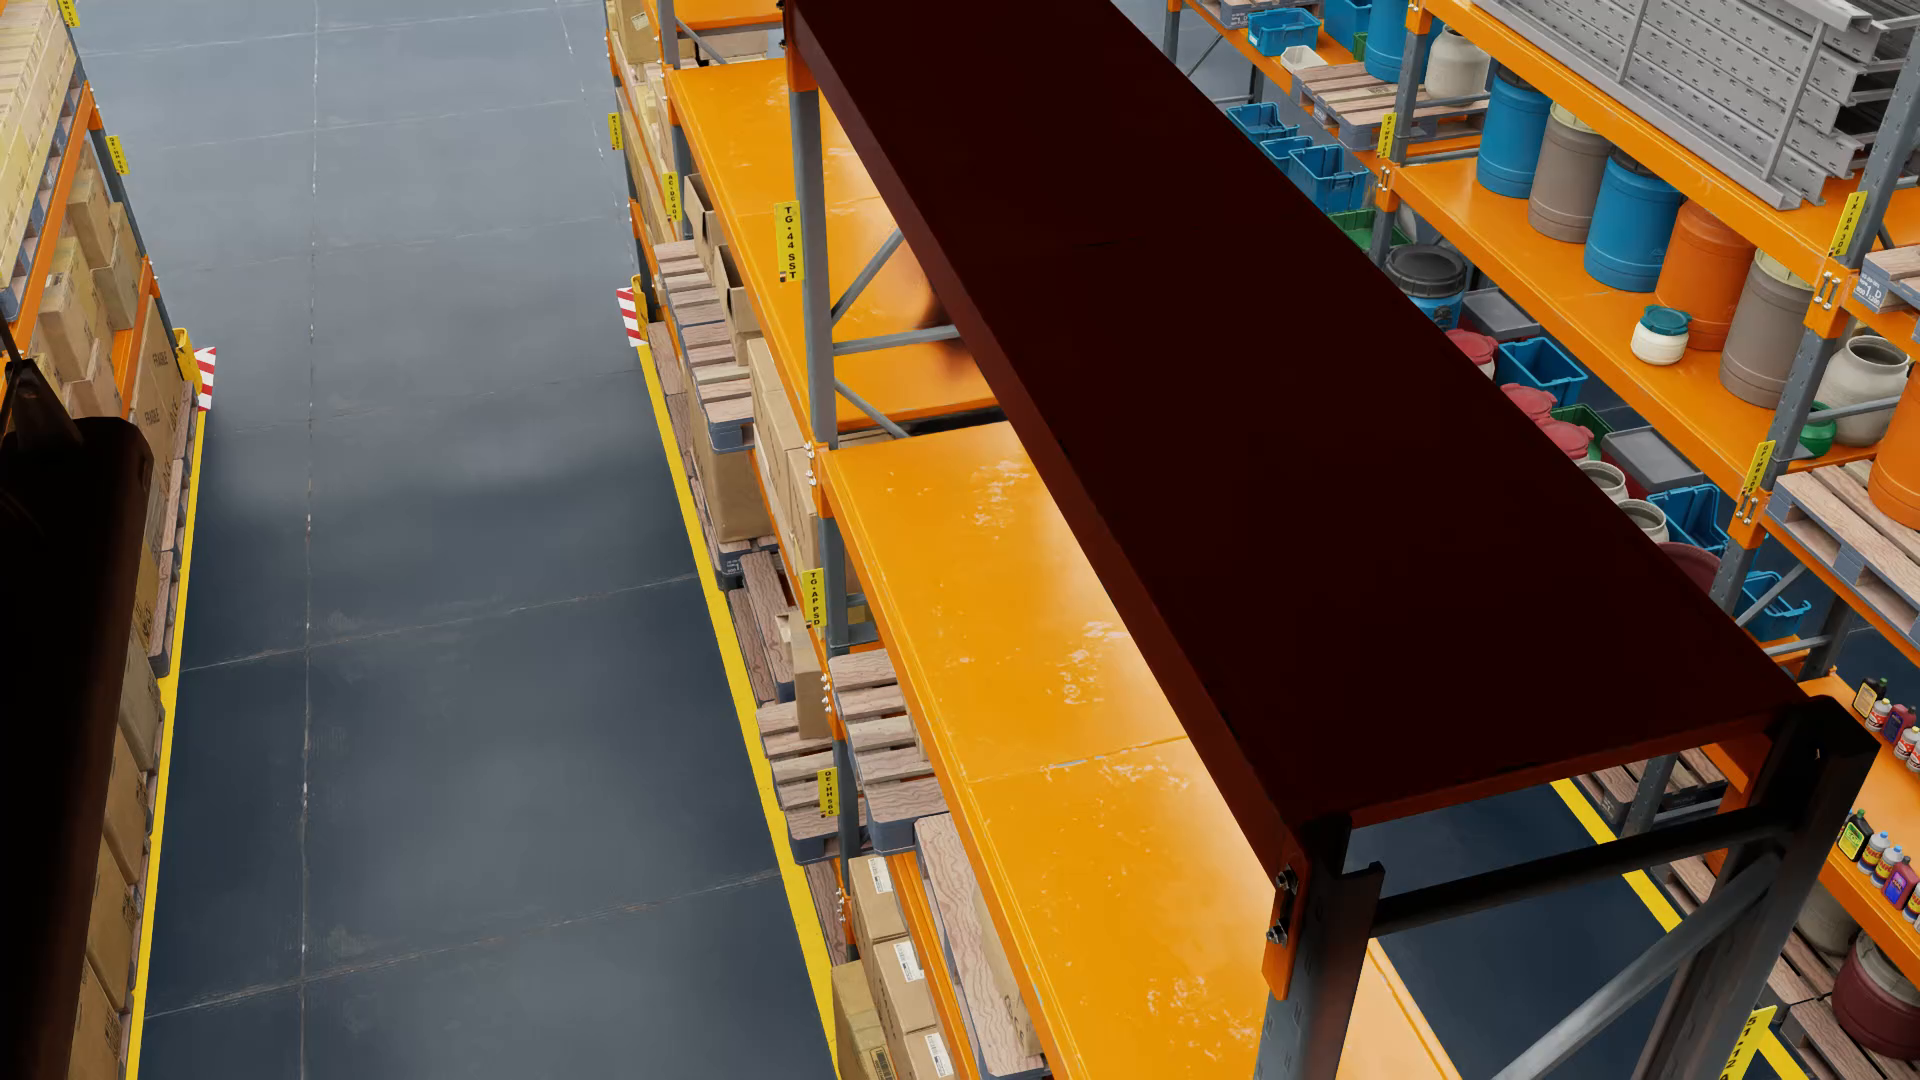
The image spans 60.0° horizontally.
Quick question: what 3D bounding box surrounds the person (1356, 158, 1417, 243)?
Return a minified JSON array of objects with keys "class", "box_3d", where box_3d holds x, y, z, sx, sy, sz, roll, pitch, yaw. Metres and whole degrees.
[{"class":"person","box_3d":[4.115,-3.450,15.842,0.789,1.696,0.559,27,45,29]}]
